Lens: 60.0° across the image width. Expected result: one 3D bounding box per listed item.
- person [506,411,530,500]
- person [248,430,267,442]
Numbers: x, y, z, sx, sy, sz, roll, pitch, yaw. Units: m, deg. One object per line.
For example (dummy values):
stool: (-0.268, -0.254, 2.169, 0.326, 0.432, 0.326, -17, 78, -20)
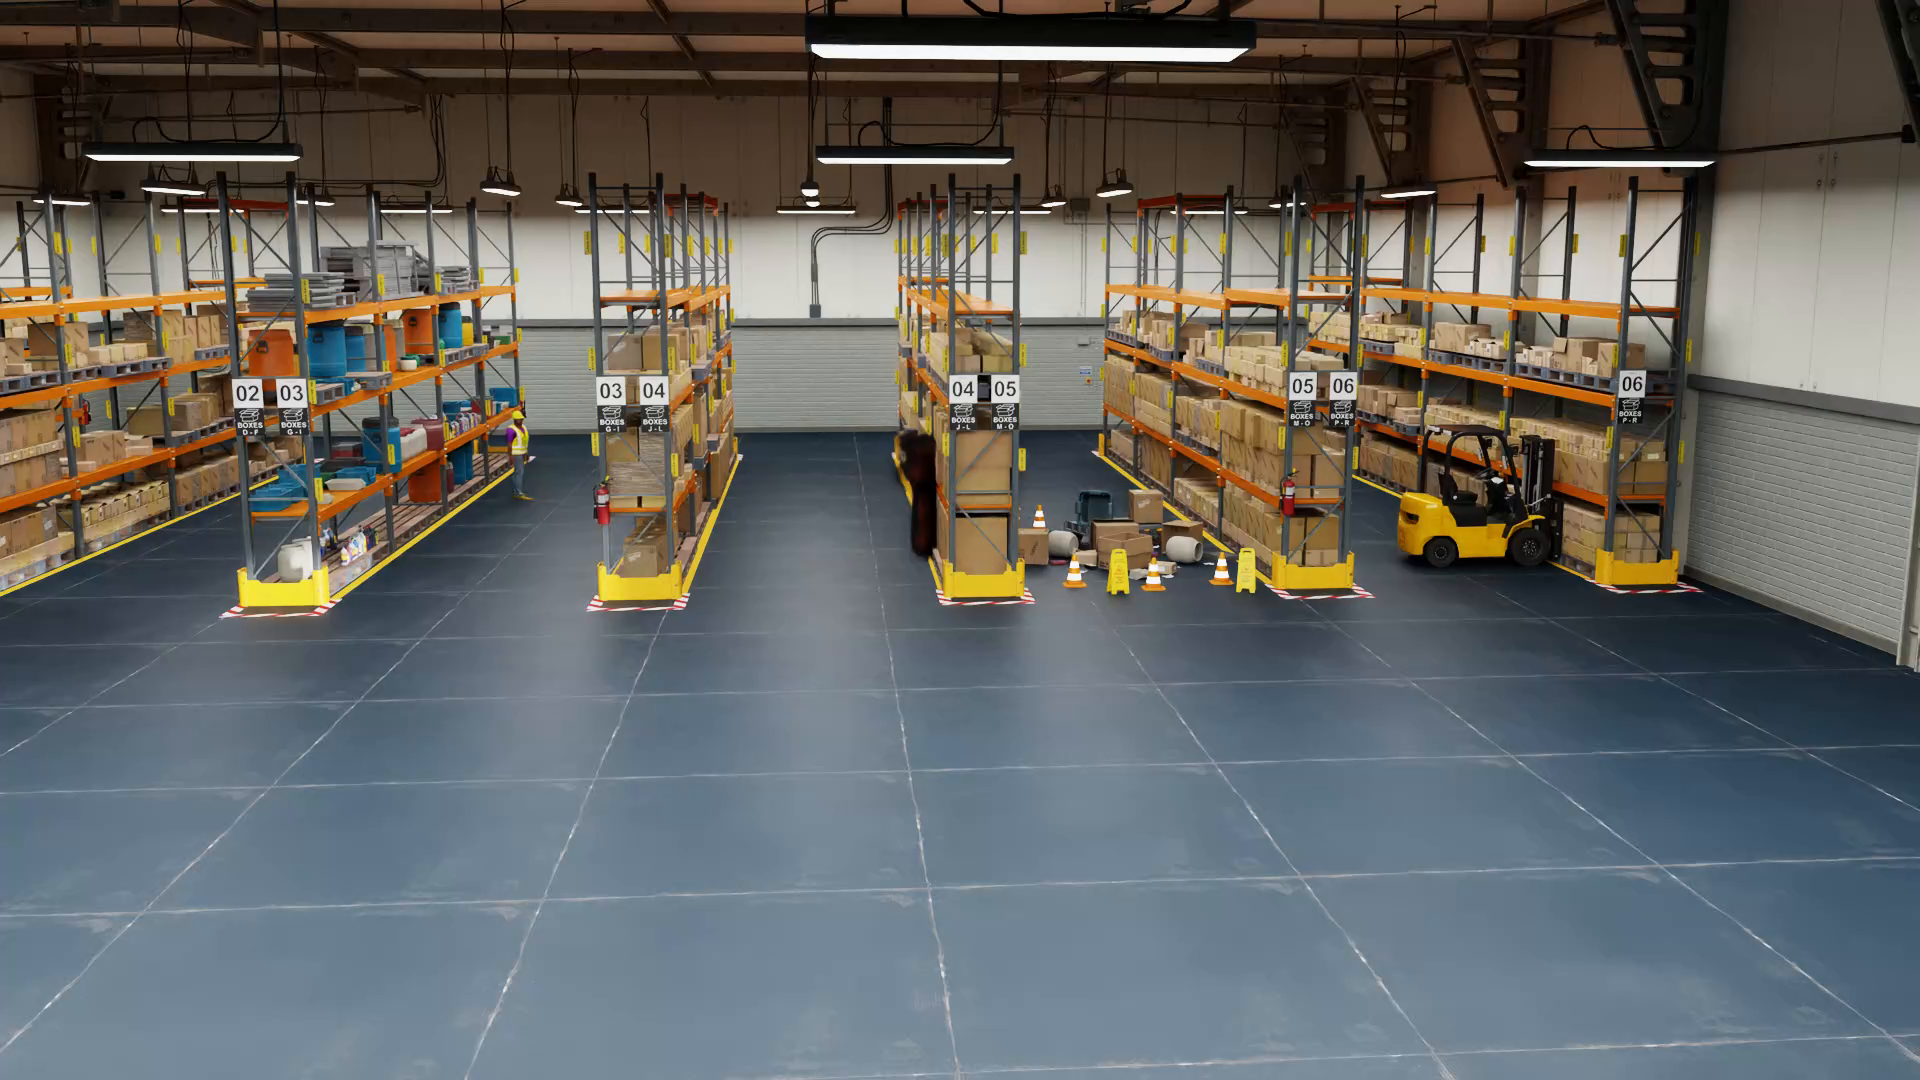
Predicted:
person: (-8.807, -1.707, 33.296, 0.455, 1.774, 0.589, 0, 10, 2)
person: (-16.793, -2.816, 39.482, 0.529, 1.778, 0.611, 0, 10, -3)
